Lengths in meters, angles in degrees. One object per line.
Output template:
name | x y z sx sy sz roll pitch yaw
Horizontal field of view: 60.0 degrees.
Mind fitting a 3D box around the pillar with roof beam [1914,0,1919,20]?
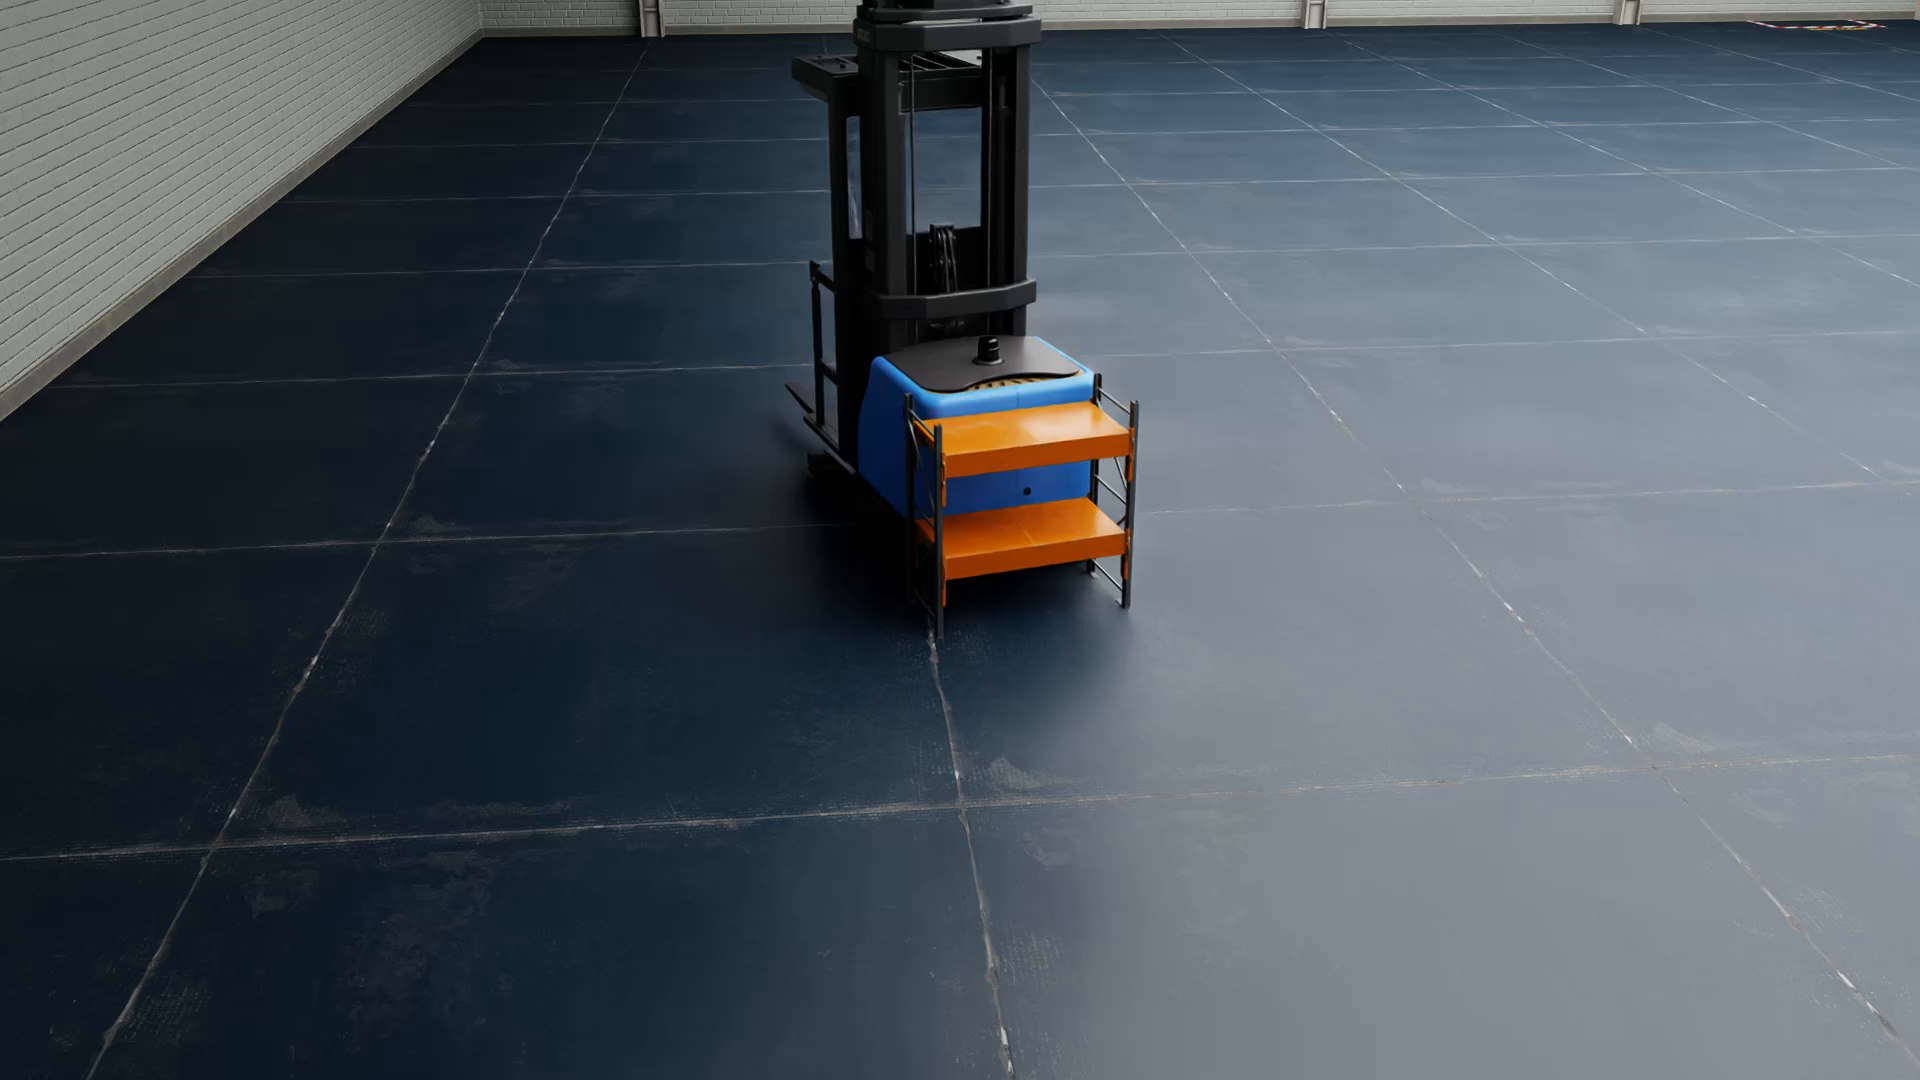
pillar with roof beam | 18.859 -12.284 25.943 0.400 9.000 9.100 -2 24 -5

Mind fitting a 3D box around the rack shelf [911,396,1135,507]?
rack shelf | 0.302 -0.452 8.297 1.000 0.278 0.538 -8 25 -17

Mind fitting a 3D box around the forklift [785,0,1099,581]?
forklift | -0.285 -1.693 9.587 1.130 2.935 3.031 -10 26 -21

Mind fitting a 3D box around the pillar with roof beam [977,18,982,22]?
pillar with roof beam | 0.946 -11.565 24.326 0.400 9.000 9.100 -2 24 -5

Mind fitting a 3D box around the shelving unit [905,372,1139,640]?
shelving unit | 0.302 -0.184 8.416 1.048 1.125 0.538 -8 25 -17

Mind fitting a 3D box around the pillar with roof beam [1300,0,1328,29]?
pillar with roof beam | 6.917 -11.804 24.865 0.400 9.000 9.100 -2 24 -5

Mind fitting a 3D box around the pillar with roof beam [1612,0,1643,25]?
pillar with roof beam | 12.888 -12.044 25.404 0.400 9.000 9.100 -2 24 -5

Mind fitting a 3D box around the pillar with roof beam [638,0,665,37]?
pillar with roof beam | -5.025 -11.325 23.788 0.400 9.000 9.100 -2 24 -5

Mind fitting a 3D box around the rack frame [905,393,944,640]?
rack frame | -0.179 -0.117 8.264 0.032 1.125 0.500 -8 25 -17

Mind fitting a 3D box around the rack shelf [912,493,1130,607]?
rack shelf | 0.302 0.039 8.516 1.000 0.278 0.538 -8 25 -17

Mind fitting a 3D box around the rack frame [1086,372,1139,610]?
rack frame | 0.782 -0.252 8.569 0.032 1.125 0.500 -8 25 -17
